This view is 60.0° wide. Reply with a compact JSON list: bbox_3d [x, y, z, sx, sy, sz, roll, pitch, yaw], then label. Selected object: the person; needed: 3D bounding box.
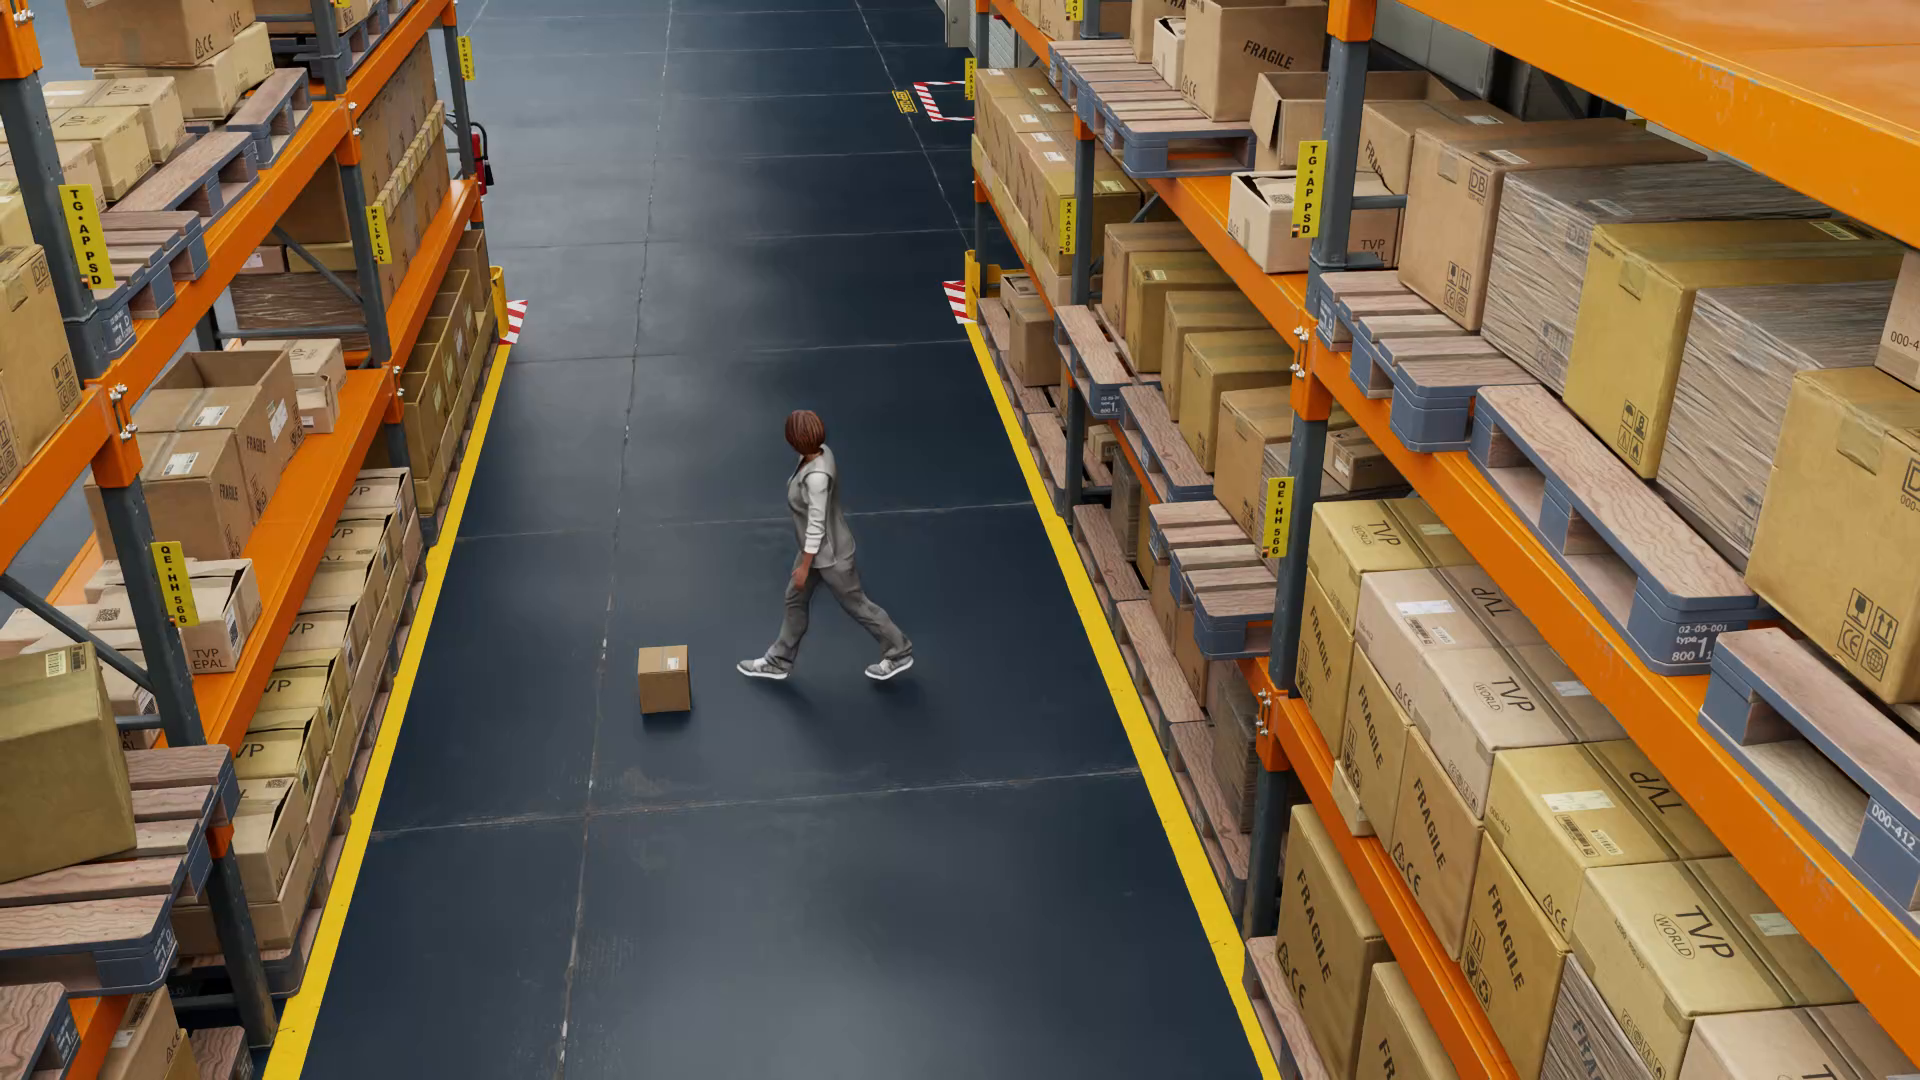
[{"bbox_3d":[-0.710,0.052,8.524,0.936,1.541,0.425,-6,28,-11],"label":"person"}]
